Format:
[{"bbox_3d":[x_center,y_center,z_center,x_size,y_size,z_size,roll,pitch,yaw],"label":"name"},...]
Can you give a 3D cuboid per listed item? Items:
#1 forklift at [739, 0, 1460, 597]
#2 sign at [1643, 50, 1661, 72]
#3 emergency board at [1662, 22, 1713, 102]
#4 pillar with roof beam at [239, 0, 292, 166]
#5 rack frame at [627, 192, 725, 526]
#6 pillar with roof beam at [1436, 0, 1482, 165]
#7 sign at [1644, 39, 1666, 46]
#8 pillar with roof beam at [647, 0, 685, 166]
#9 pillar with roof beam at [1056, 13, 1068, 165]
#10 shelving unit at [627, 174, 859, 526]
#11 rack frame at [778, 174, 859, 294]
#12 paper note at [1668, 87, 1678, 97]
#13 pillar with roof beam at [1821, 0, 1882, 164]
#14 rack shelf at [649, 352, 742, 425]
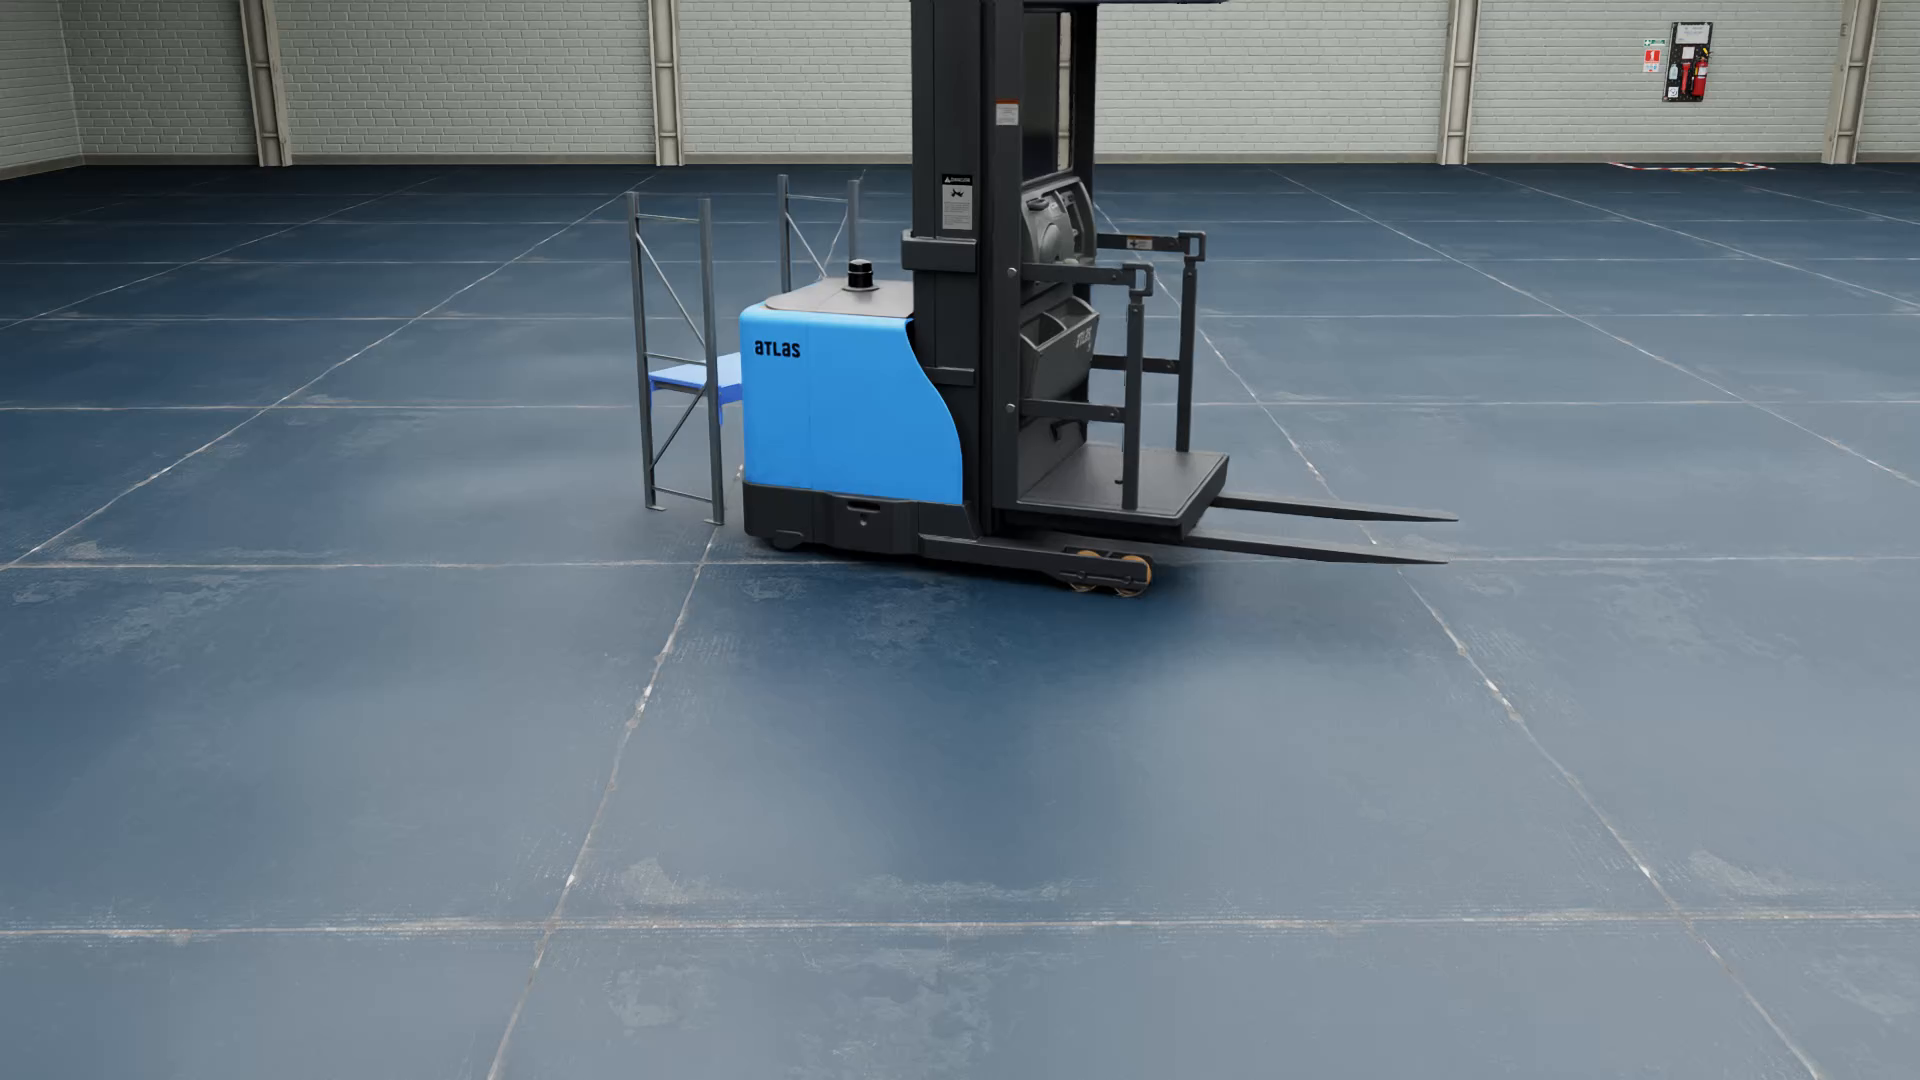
[{"bbox_3d":[0.606,-1.346,6.946,3.031,2.935,1.130,6,19,19],"label":"forklift"},{"bbox_3d":[10.546,-7.303,25.344,0.234,0.329,0.001,0,18,-1],"label":"sign"},{"bbox_3d":[11.101,-7.257,25.260,0.643,1.169,0.194,0,18,-1],"label":"emergency board"},{"bbox_3d":[-10.357,-8.684,19.885,0.400,9.000,9.100,0,18,-1],"label":"pillar with roof beam"},{"bbox_3d":[-1.310,-0.829,7.678,0.500,1.500,0.032,13,22,34],"label":"rack frame"},{"bbox_3d":[7.641,-8.770,20.156,0.400,9.000,9.100,0,18,-1],"label":"pillar with roof beam"},{"bbox_3d":[10.551,-7.553,25.255,0.331,0.109,0.001,0,18,-1],"label":"sign"},{"bbox_3d":[-4.357,-8.713,19.975,0.400,9.000,9.100,0,18,-1],"label":"pillar with roof beam"},{"bbox_3d":[1.642,-8.741,20.065,0.400,9.000,9.100,0,18,-1],"label":"pillar with roof beam"},{"bbox_3d":[-1.008,-0.954,8.067,0.538,1.500,1.048,13,22,34],"label":"shelving unit"},{"bbox_3d":[-0.707,-1.079,8.457,0.500,1.500,0.032,13,22,34],"label":"rack frame"},{"bbox_3d":[10.923,-6.858,25.458,0.142,0.148,0.016,0,18,-1],"label":"paper note"},{"bbox_3d":[13.640,-8.799,20.246,0.400,9.000,9.100,0,18,-1],"label":"pillar with roof beam"},{"bbox_3d":[-1.008,-0.783,8.122,0.538,0.185,1.000,13,22,34],"label":"rack shelf"}]
